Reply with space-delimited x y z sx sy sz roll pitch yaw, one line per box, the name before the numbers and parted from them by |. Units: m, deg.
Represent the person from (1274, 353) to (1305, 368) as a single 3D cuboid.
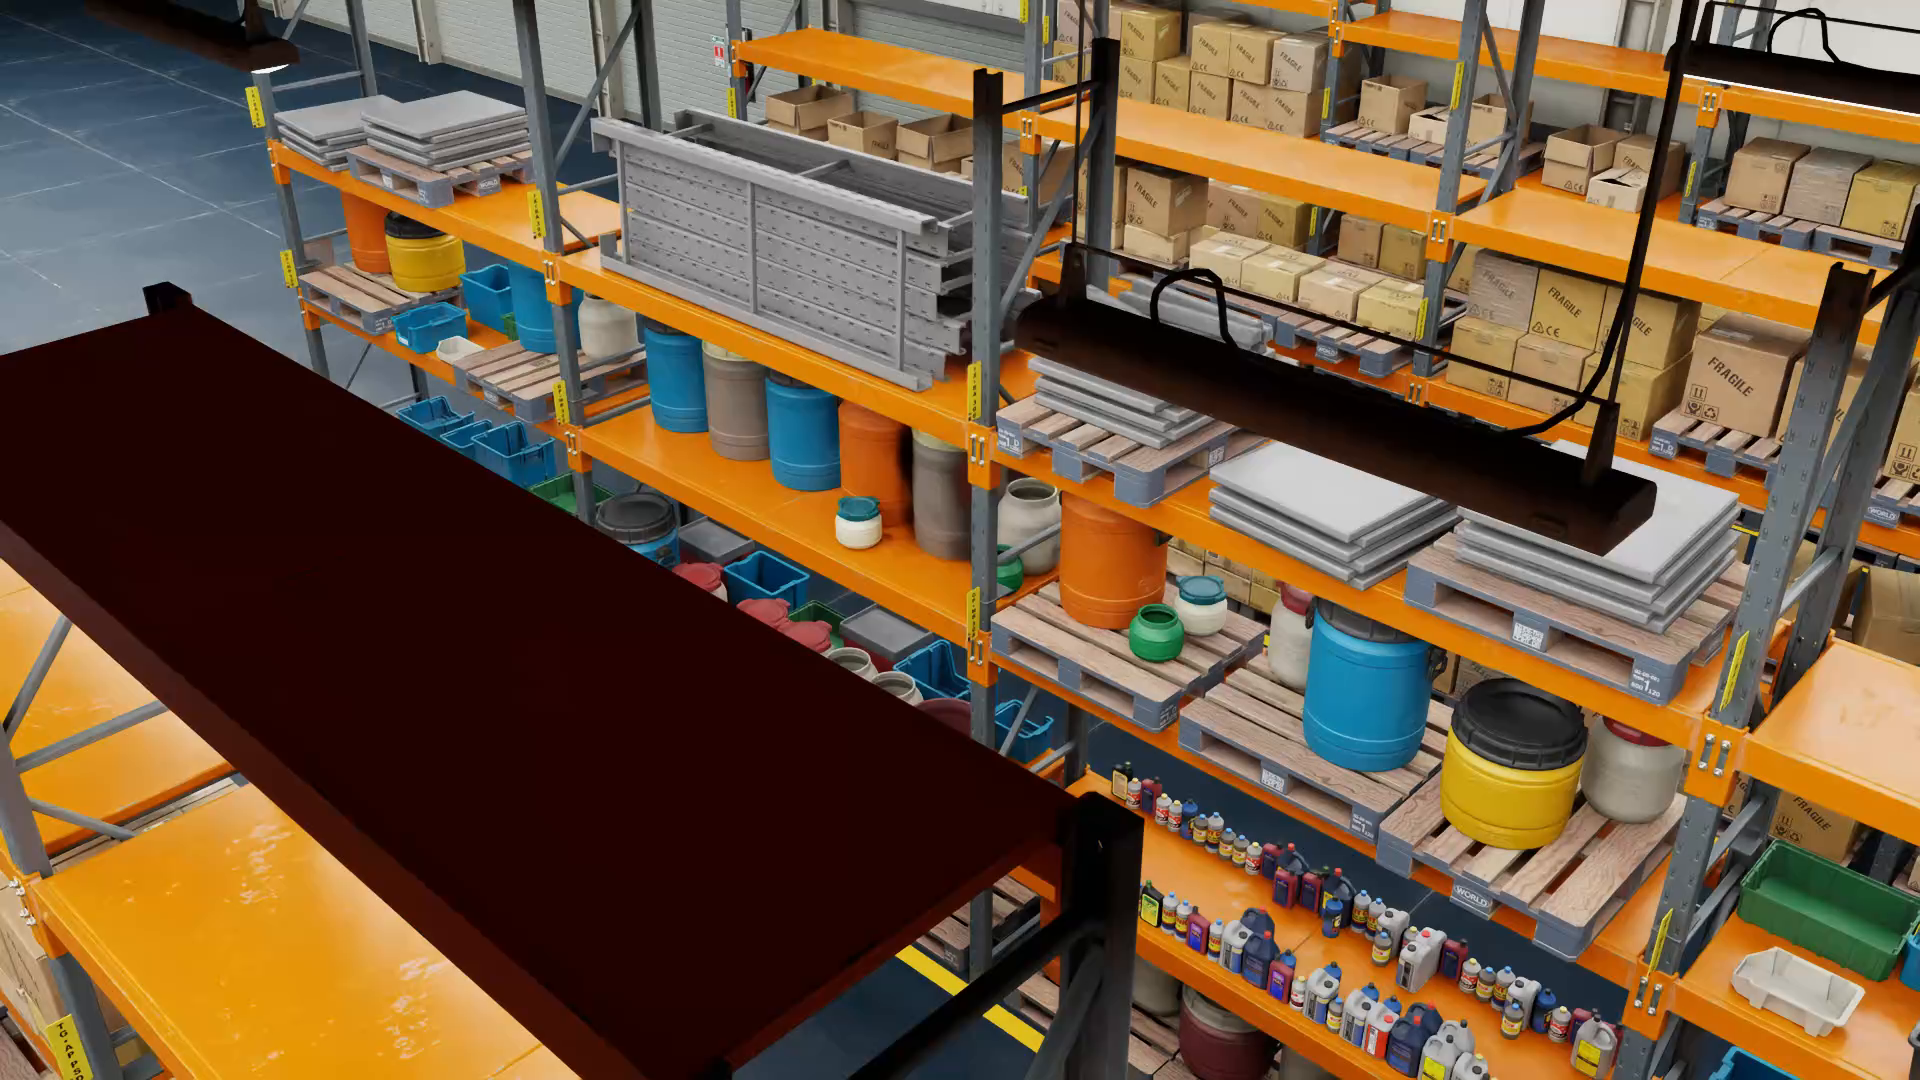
person | 3.389 -1.823 17.681 0.488 1.787 0.617 -12 32 -21
